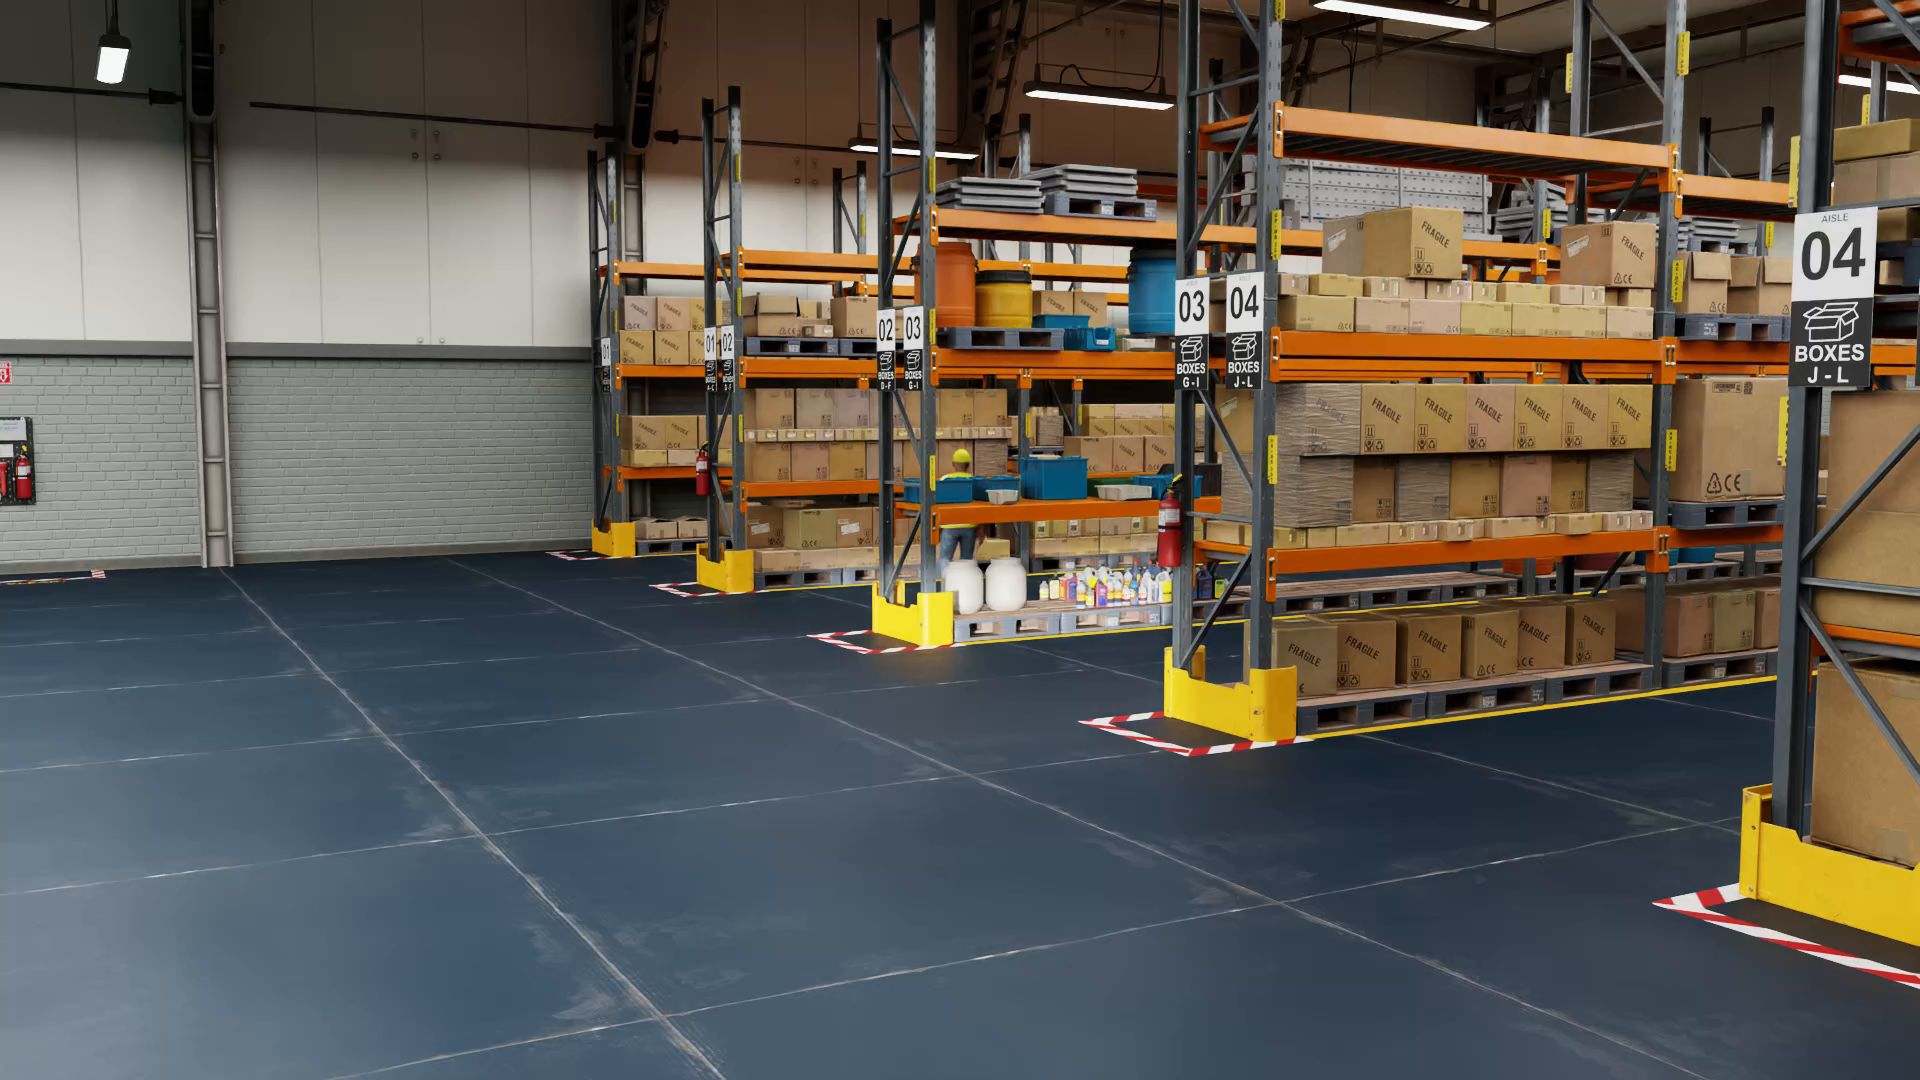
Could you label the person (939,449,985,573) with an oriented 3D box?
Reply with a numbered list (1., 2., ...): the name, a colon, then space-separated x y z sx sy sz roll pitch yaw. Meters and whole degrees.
1. person: -0.004 -0.141 18.604 0.583 1.754 0.689 0 5 0
